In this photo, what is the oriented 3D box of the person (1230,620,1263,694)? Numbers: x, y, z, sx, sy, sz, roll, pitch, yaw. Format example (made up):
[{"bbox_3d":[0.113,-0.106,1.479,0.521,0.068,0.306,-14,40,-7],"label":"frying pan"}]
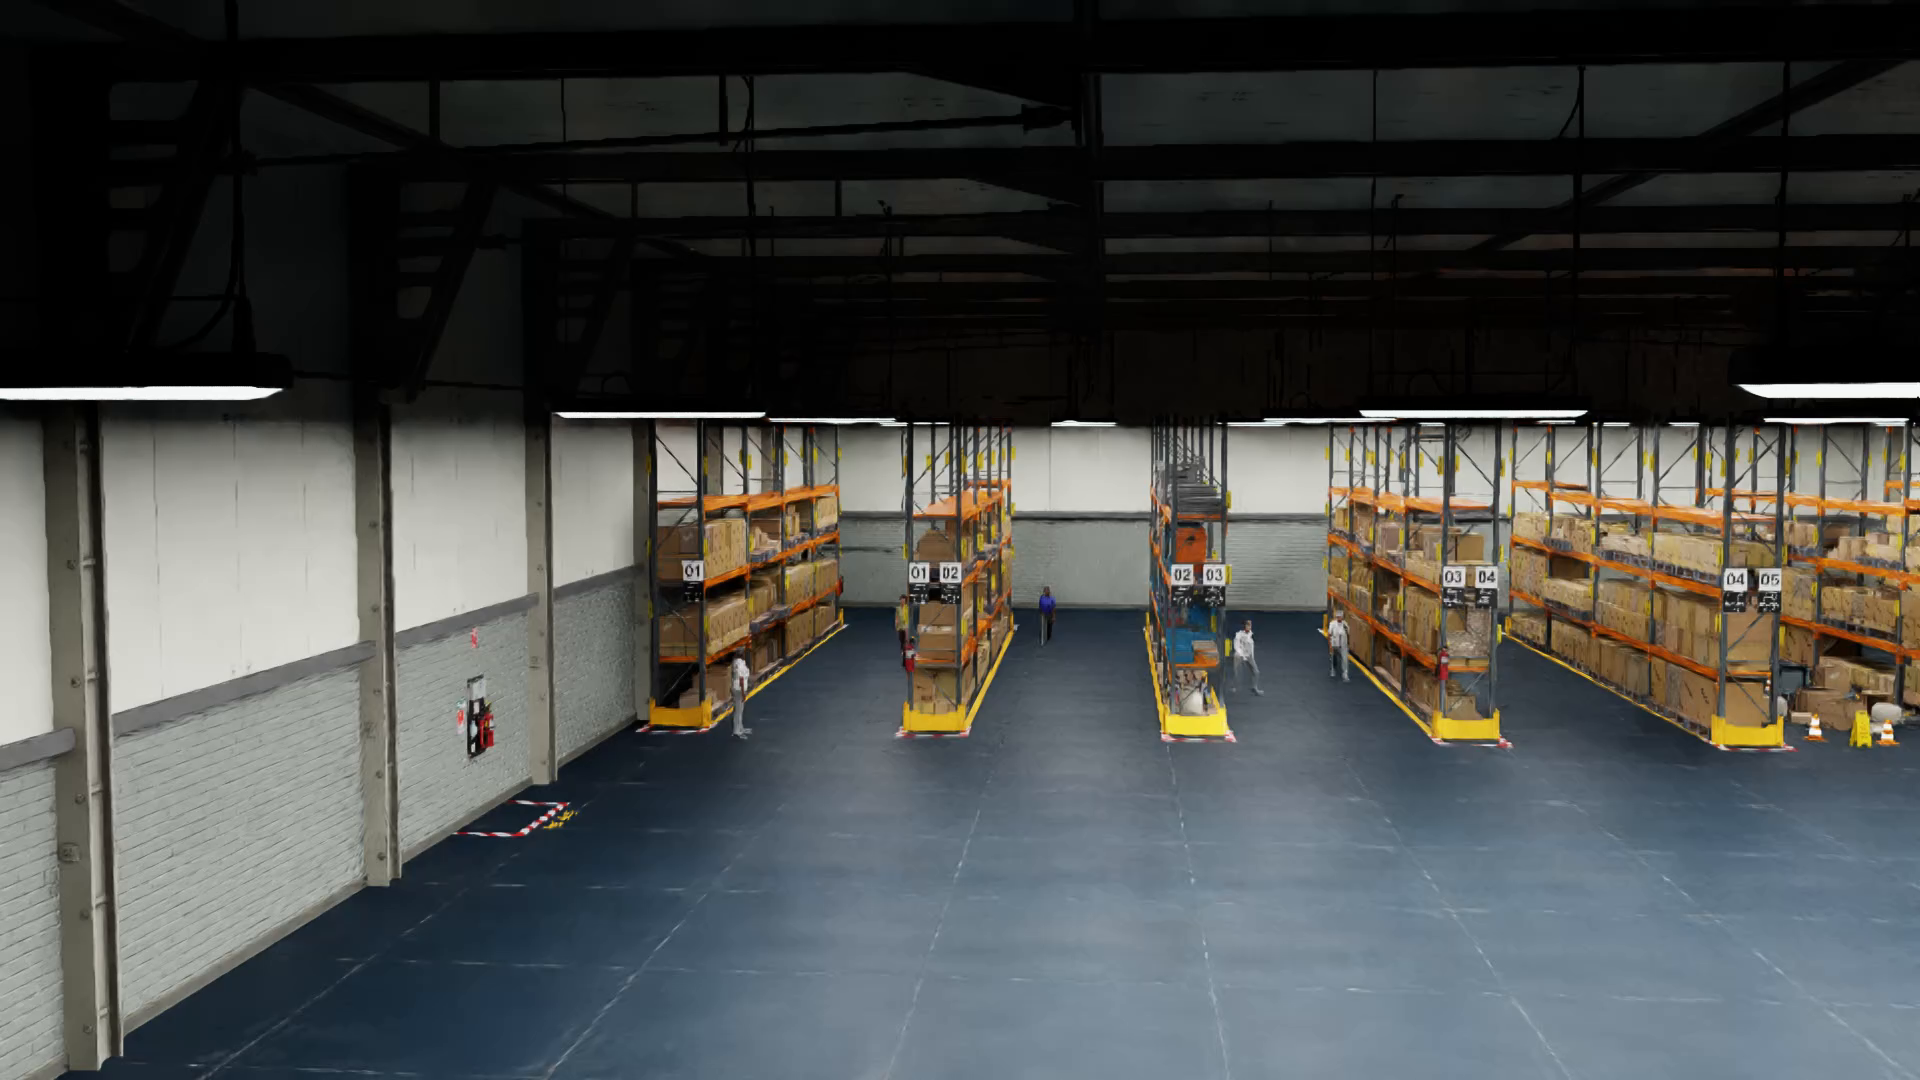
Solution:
[{"bbox_3d":[6.112,2.504,35.764,0.611,1.627,0.712,-1,4,-20],"label":"person"}]

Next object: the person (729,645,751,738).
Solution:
[{"bbox_3d":[-4.052,2.796,30.833,0.440,1.683,0.551,-1,4,-21],"label":"person"}]

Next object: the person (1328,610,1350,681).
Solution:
[{"bbox_3d":[8.606,2.376,37.781,0.497,1.583,1.090,1,4,8],"label":"person"}]

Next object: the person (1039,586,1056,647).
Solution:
[{"bbox_3d":[2.288,1.970,43.596,0.445,1.513,1.081,0,4,3],"label":"person"}]

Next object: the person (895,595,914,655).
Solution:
[{"bbox_3d":[-1.396,2.141,41.182,0.448,1.590,1.106,0,4,7],"label":"person"}]
